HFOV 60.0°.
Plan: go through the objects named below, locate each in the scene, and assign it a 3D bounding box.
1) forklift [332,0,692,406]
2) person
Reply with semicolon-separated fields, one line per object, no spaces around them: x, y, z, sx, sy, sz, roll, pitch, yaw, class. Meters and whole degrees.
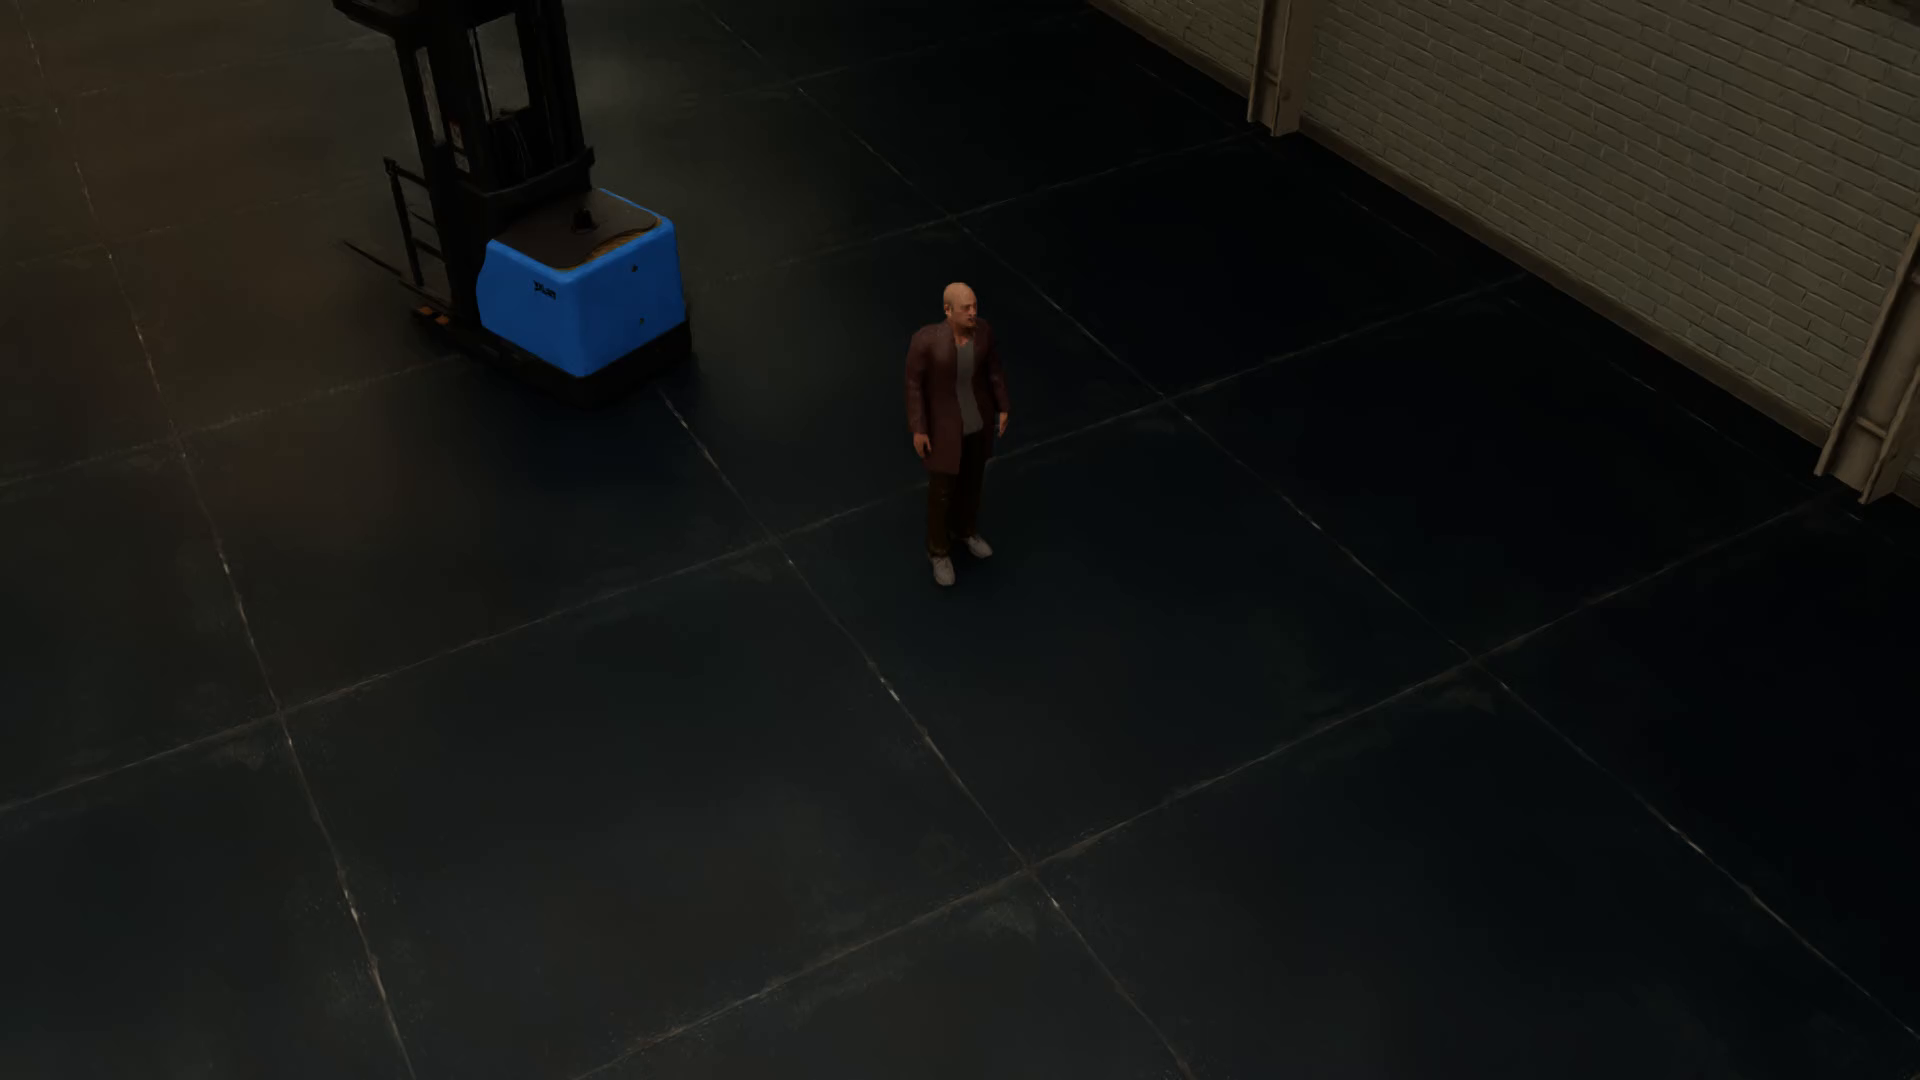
-3.375;-2.826;11.443;3.031;2.935;1.130;28;47;29;forklift
0.042;-0.638;9.697;0.694;1.776;0.580;-20;44;-23;person
